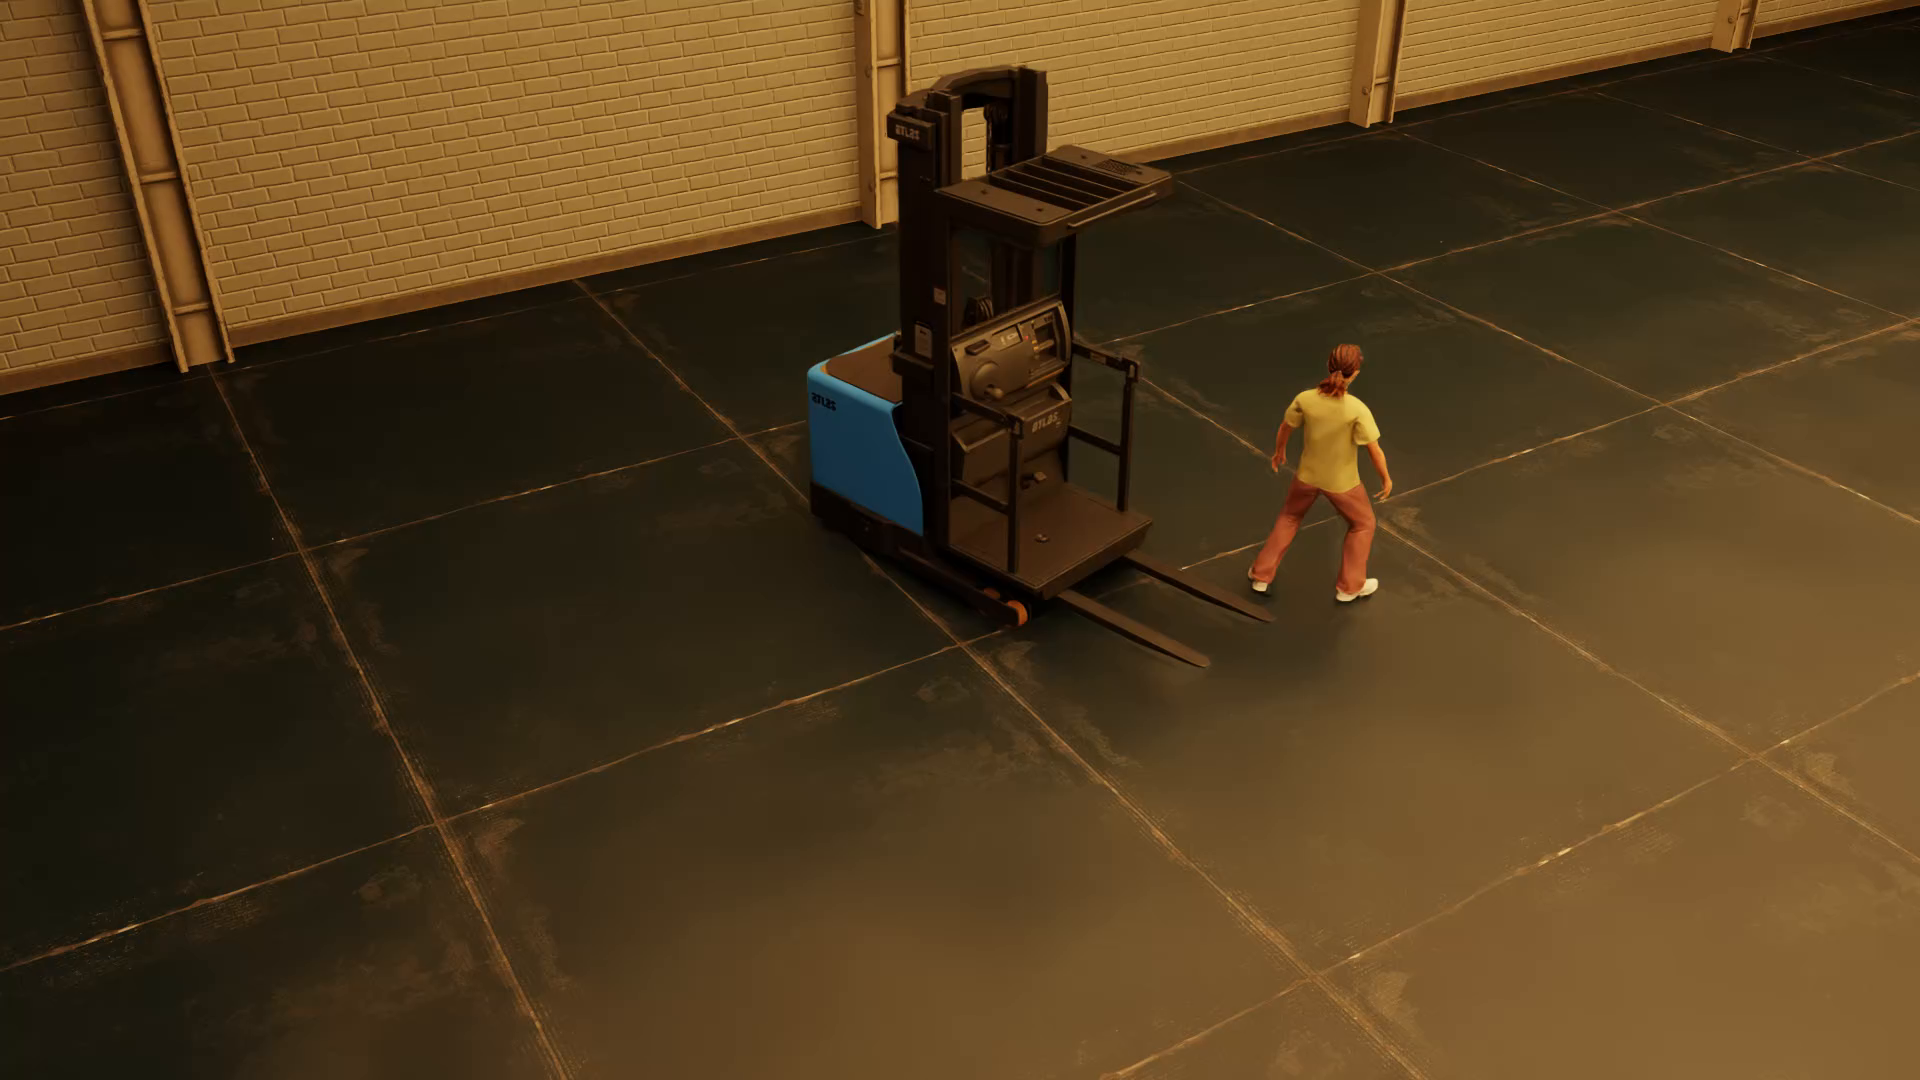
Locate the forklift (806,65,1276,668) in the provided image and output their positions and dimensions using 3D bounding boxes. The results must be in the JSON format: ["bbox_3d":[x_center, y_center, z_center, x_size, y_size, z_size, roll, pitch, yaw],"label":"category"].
[{"bbox_3d":[0.452,-1.044,9.390,3.031,2.935,1.130,26,40,36],"label":"forklift"}]

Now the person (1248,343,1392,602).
[{"bbox_3d":[2.106,-0.404,9.588,0.787,1.627,0.503,19,36,28],"label":"person"}]
